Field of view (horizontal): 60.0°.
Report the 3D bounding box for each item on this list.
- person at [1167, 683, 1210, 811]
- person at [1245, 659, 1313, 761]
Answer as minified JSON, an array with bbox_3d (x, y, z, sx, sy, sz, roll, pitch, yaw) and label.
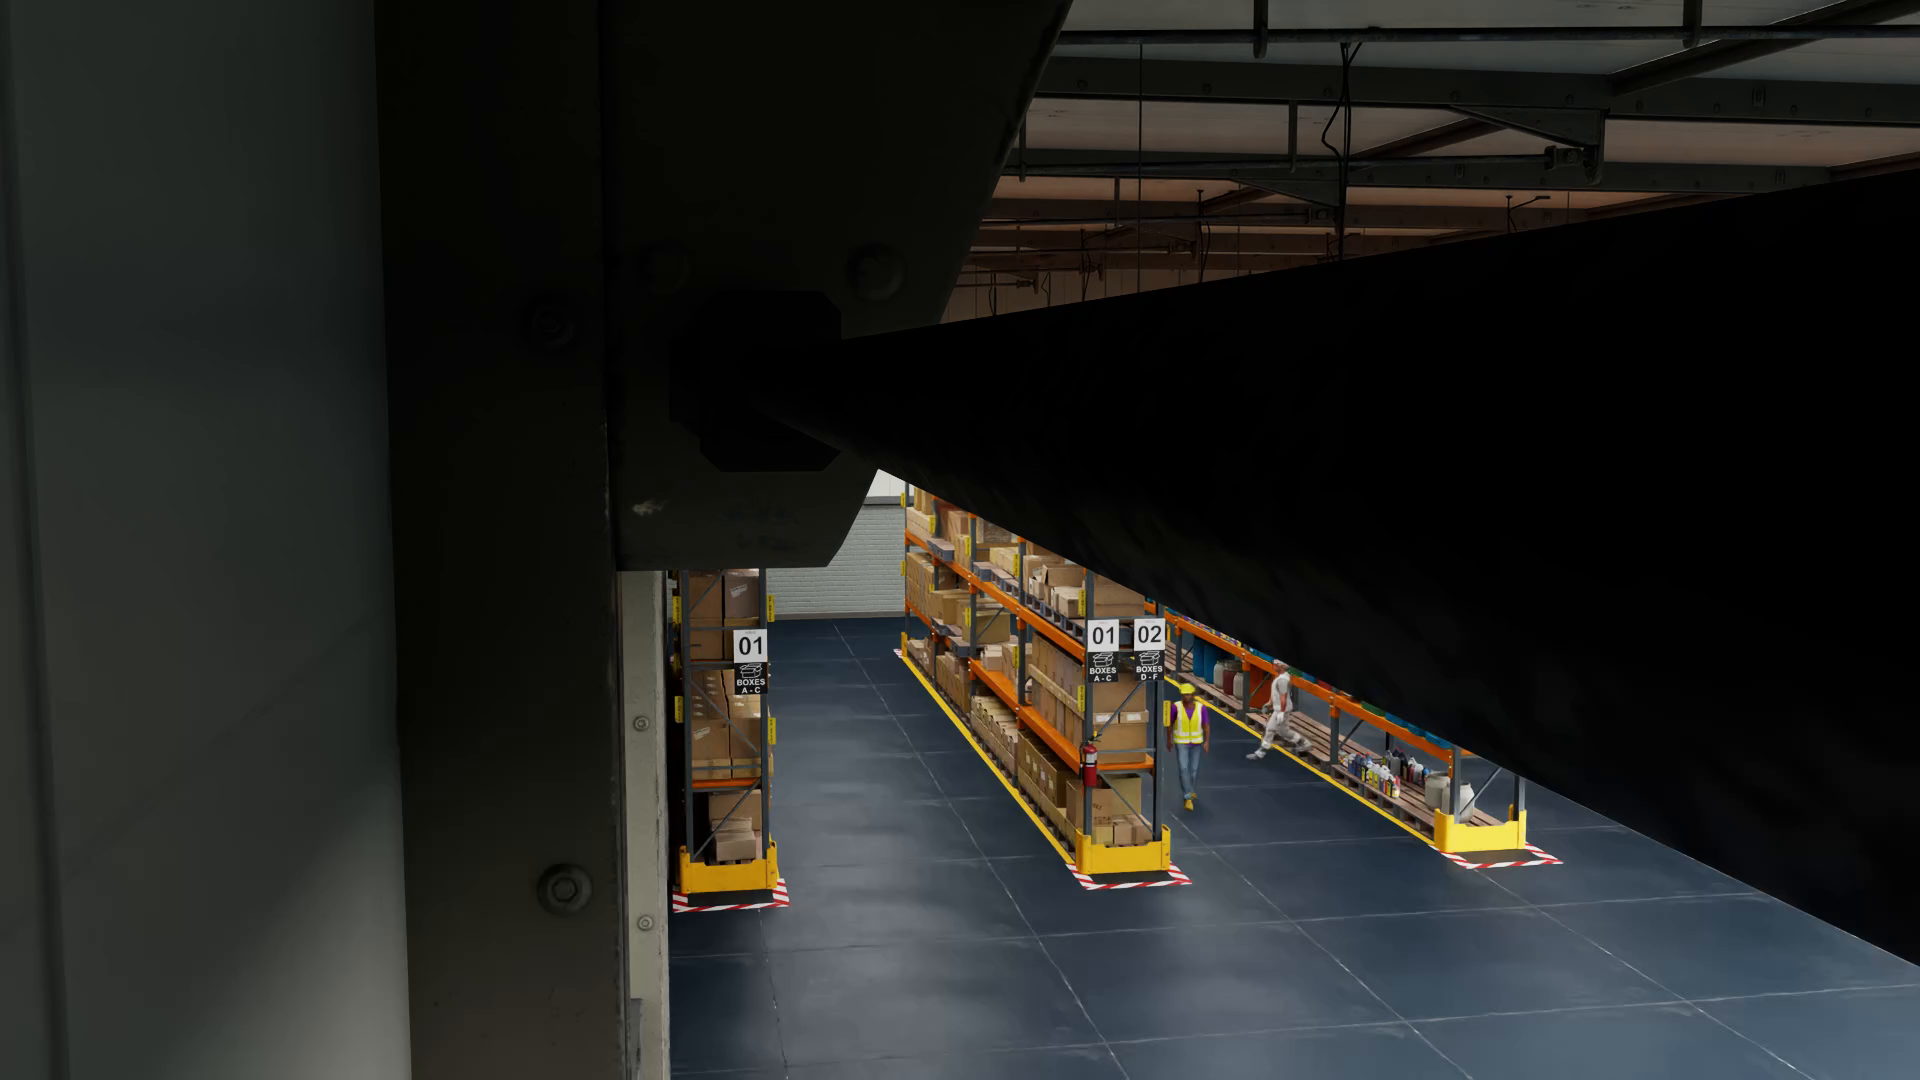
[{"bbox_3d":[3.332,2.954,24.072,0.592,1.738,0.899,0,6,-2],"label":"person"},{"bbox_3d":[5.118,2.704,26.536,1.088,1.729,0.554,0,6,2],"label":"person"}]
